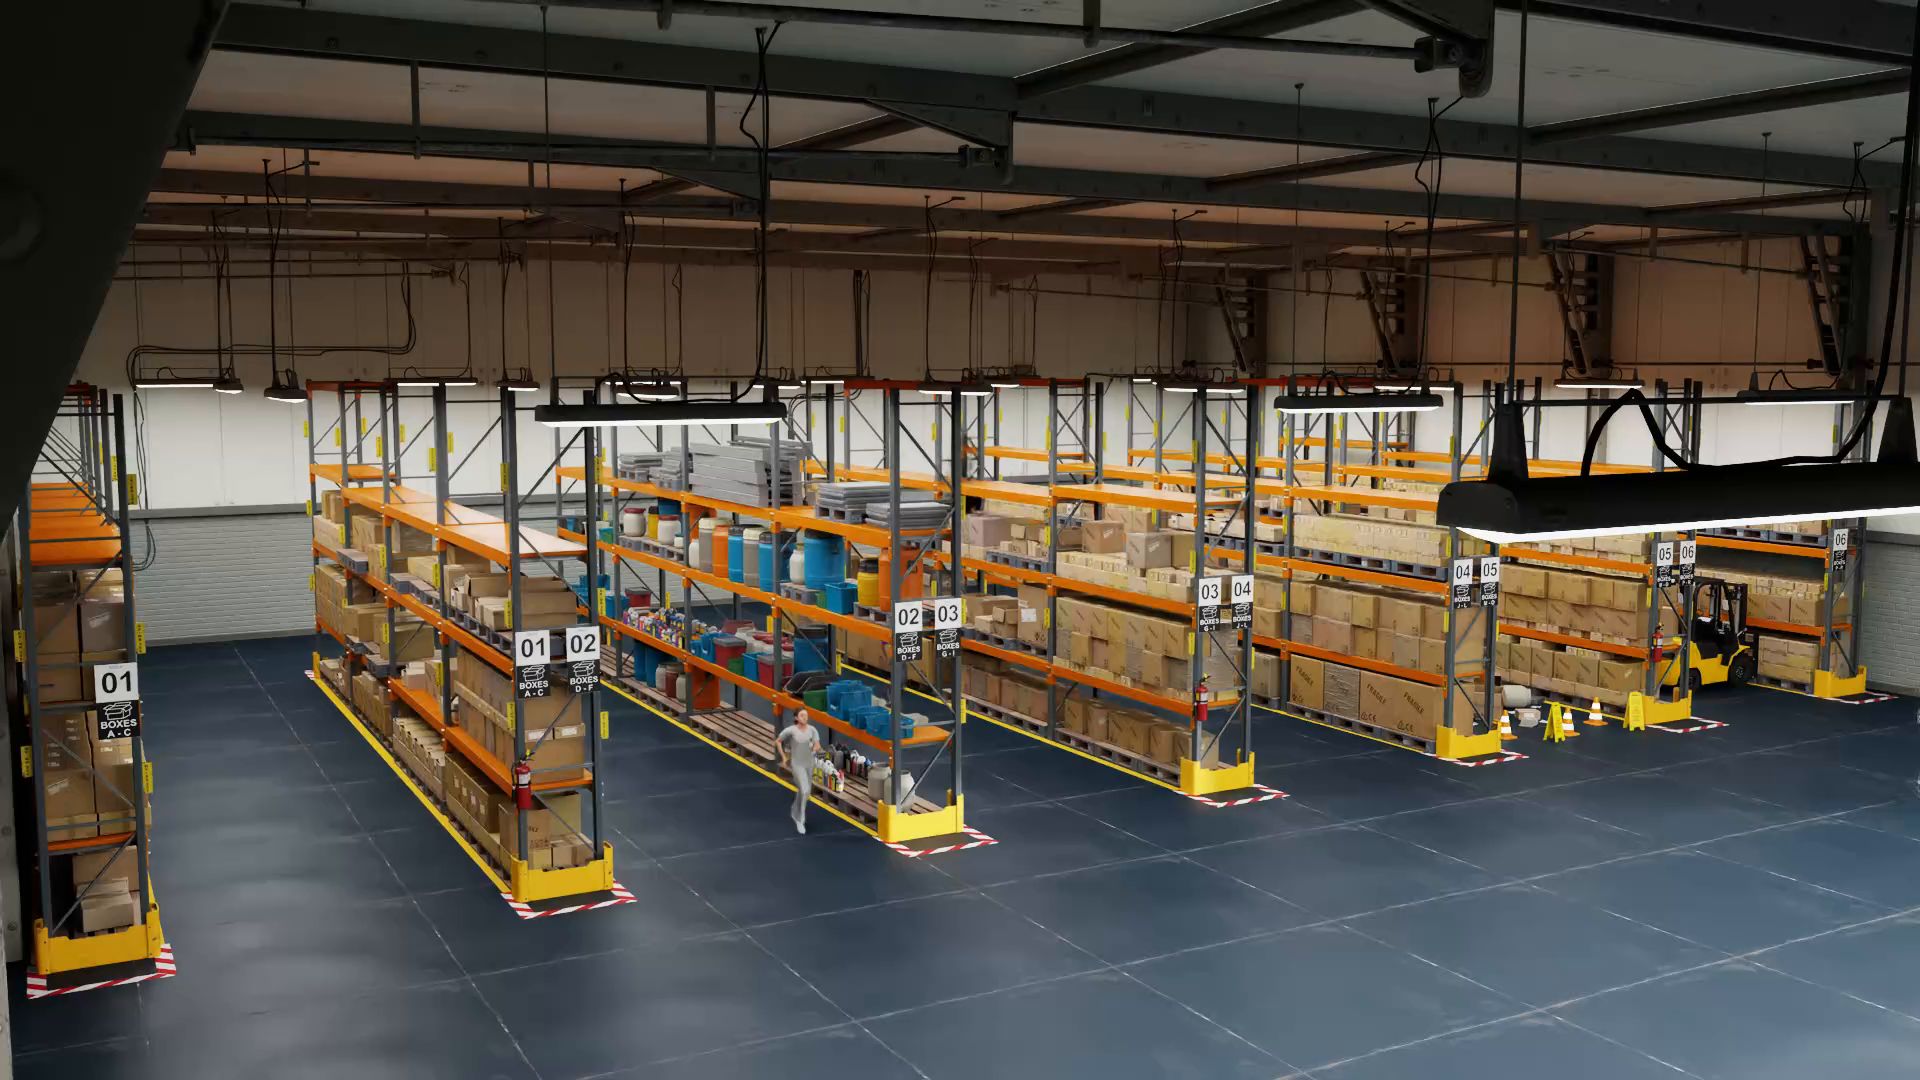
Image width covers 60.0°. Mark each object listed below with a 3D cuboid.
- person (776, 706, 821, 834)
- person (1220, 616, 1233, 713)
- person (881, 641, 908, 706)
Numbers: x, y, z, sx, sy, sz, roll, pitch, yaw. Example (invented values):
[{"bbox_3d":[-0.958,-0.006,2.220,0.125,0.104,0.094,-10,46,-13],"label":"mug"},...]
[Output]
[{"bbox_3d":[-2.157,3.107,22.583,0.532,1.702,0.723,-4,7,-35],"label":"person"},{"bbox_3d":[4.704,2.206,29.996,0.591,1.694,0.835,-4,7,-30],"label":"person"},{"bbox_3d":[-1.050,2.138,29.215,0.558,1.624,0.589,-5,8,-40],"label":"person"}]
